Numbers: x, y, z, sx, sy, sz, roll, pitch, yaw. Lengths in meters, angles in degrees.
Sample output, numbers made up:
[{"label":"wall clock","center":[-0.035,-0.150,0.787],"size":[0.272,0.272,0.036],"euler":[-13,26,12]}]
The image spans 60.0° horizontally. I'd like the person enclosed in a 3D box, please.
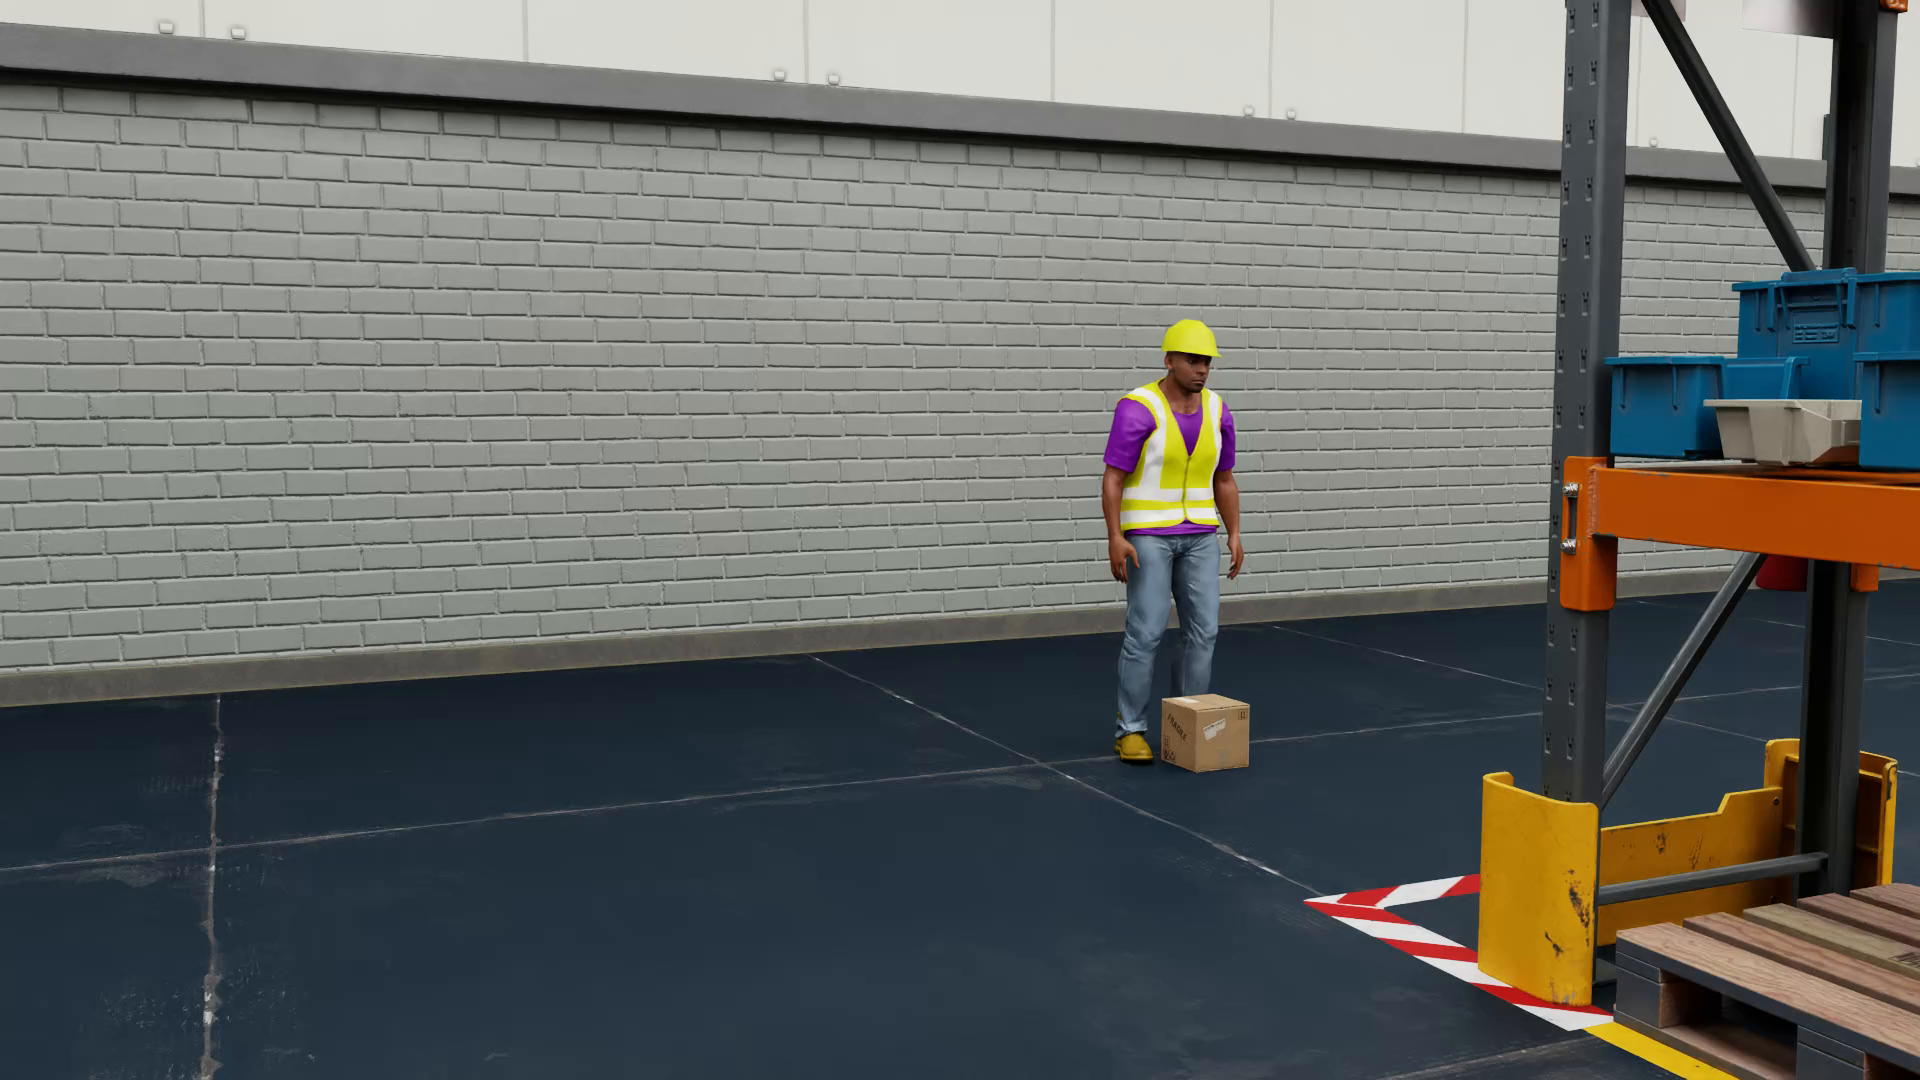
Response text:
[{"label":"person","center":[0.868,-0.006,6.726],"size":[0.626,1.761,0.457],"euler":[-2,6,-23]}]
